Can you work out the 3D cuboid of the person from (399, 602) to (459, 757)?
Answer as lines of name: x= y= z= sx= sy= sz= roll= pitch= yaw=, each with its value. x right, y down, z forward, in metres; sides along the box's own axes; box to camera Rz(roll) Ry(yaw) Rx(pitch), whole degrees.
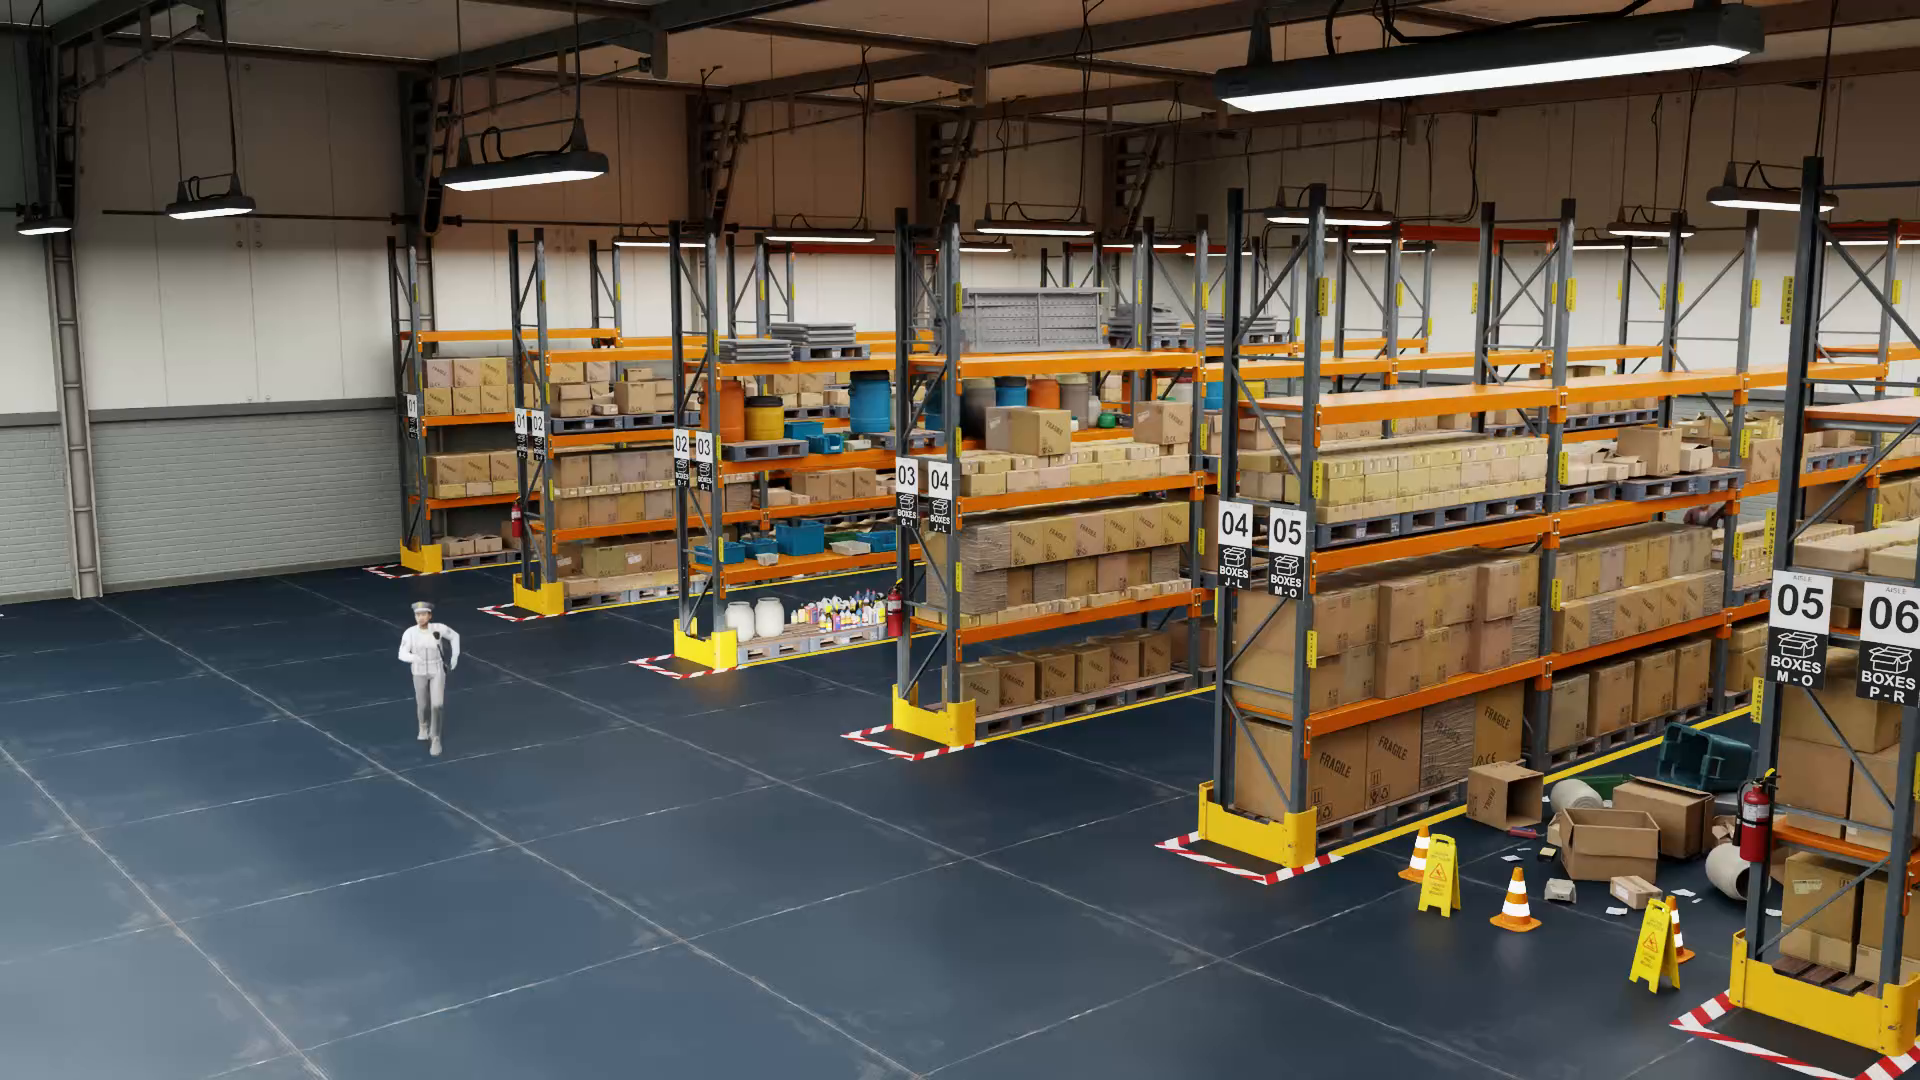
person: x=-5.887 y=1.511 z=18.483 sx=0.622 sy=1.725 sz=0.866 roll=-2 pitch=9 yaw=-11

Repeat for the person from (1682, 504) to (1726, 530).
person: x=12.178 y=0.081 z=27.228 sx=1.103 sy=1.747 sz=0.660 roll=-8 pitch=12 yaw=-43

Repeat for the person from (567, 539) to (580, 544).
person: x=-6.691 y=-0.071 z=28.507 sx=0.680 sy=1.749 sz=0.626 roll=6 pitch=11 yaw=36

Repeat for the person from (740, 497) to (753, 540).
person: x=-4.072 y=-0.313 z=30.576 sx=0.639 sy=1.608 sz=0.517 roll=-8 pitch=12 yaw=-44
